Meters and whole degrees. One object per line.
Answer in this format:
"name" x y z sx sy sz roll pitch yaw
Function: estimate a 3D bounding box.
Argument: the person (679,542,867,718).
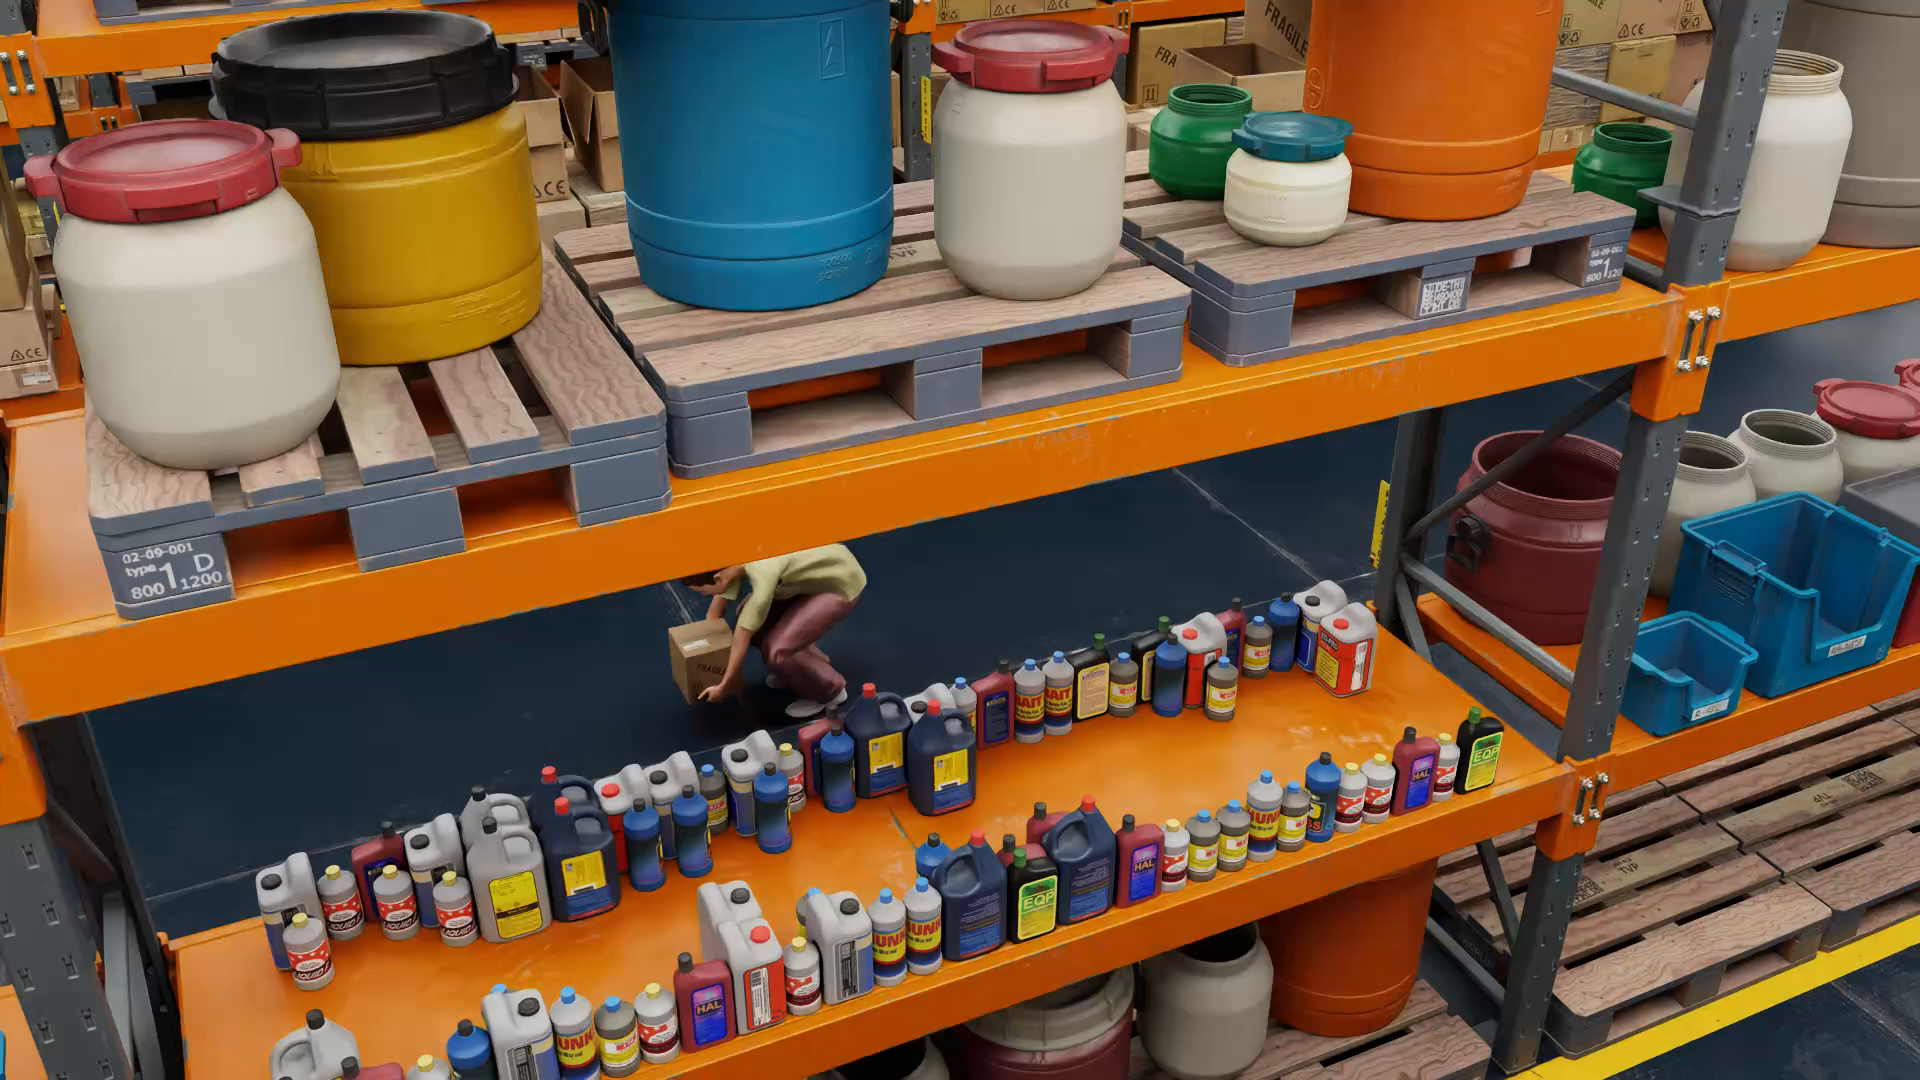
"person" -0.818 0.338 7.302 0.839 0.921 0.469 -14 32 -23
